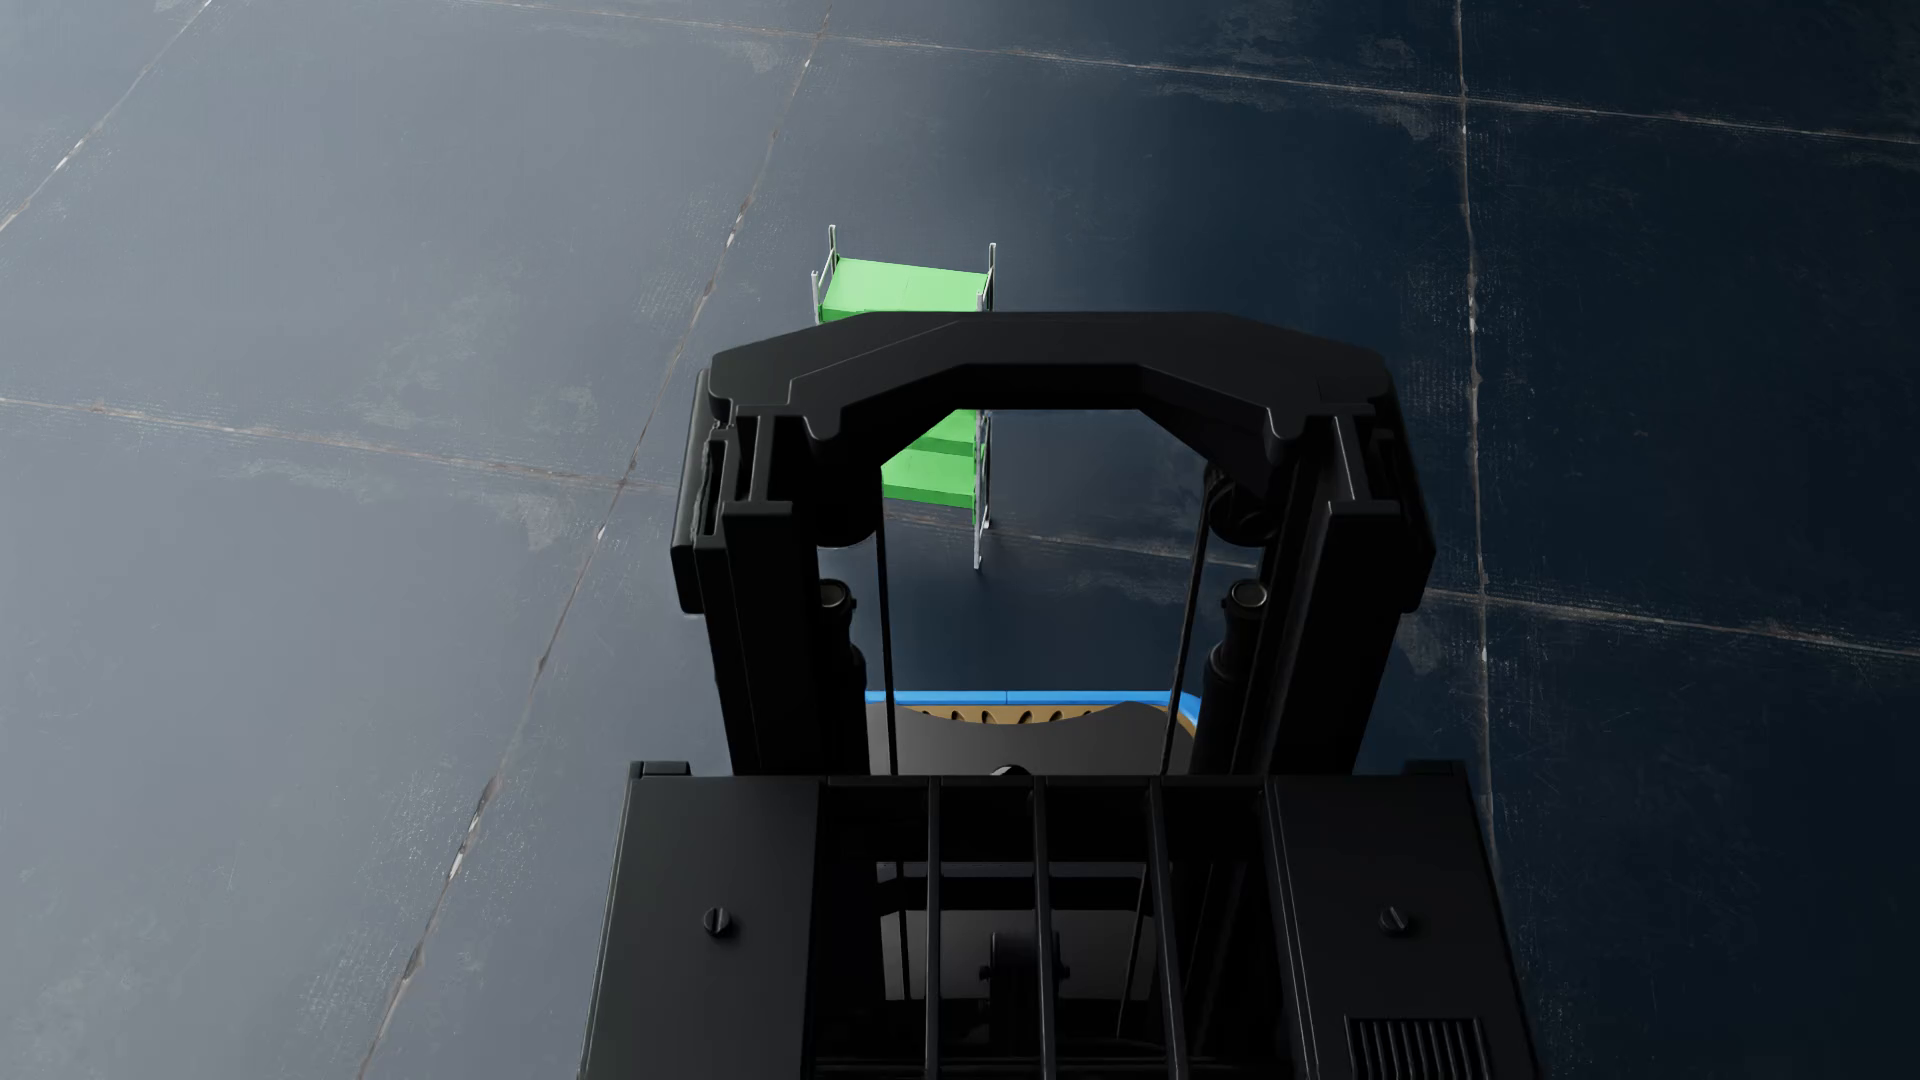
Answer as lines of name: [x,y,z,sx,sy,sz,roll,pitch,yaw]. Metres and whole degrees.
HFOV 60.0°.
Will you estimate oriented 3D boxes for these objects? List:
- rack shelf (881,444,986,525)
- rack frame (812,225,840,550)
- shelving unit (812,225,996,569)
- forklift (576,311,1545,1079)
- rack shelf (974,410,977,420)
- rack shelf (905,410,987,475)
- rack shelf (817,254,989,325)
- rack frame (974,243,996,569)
rack shelf: [-0.163,-0.220,5.549,0.480,0.148,0.258,8,49,7]
rack frame: [-0.403,-0.455,5.352,0.015,1.200,0.240,8,49,7]
shelving unit: [-0.163,-0.423,5.323,0.503,1.200,0.258,8,49,7]
forklift: [0.113,1.199,2.703,1.130,2.935,3.031,0,48,0]
rack shelf: [-0.163,-0.541,5.192,0.480,0.148,0.258,8,49,7]
rack shelf: [-0.163,-0.380,5.371,0.480,0.148,0.258,8,49,7]
rack shelf: [-0.163,-0.701,5.014,0.480,0.148,0.258,8,49,7]
rack frame: [0.077,-0.391,5.294,0.015,1.200,0.240,8,49,7]
